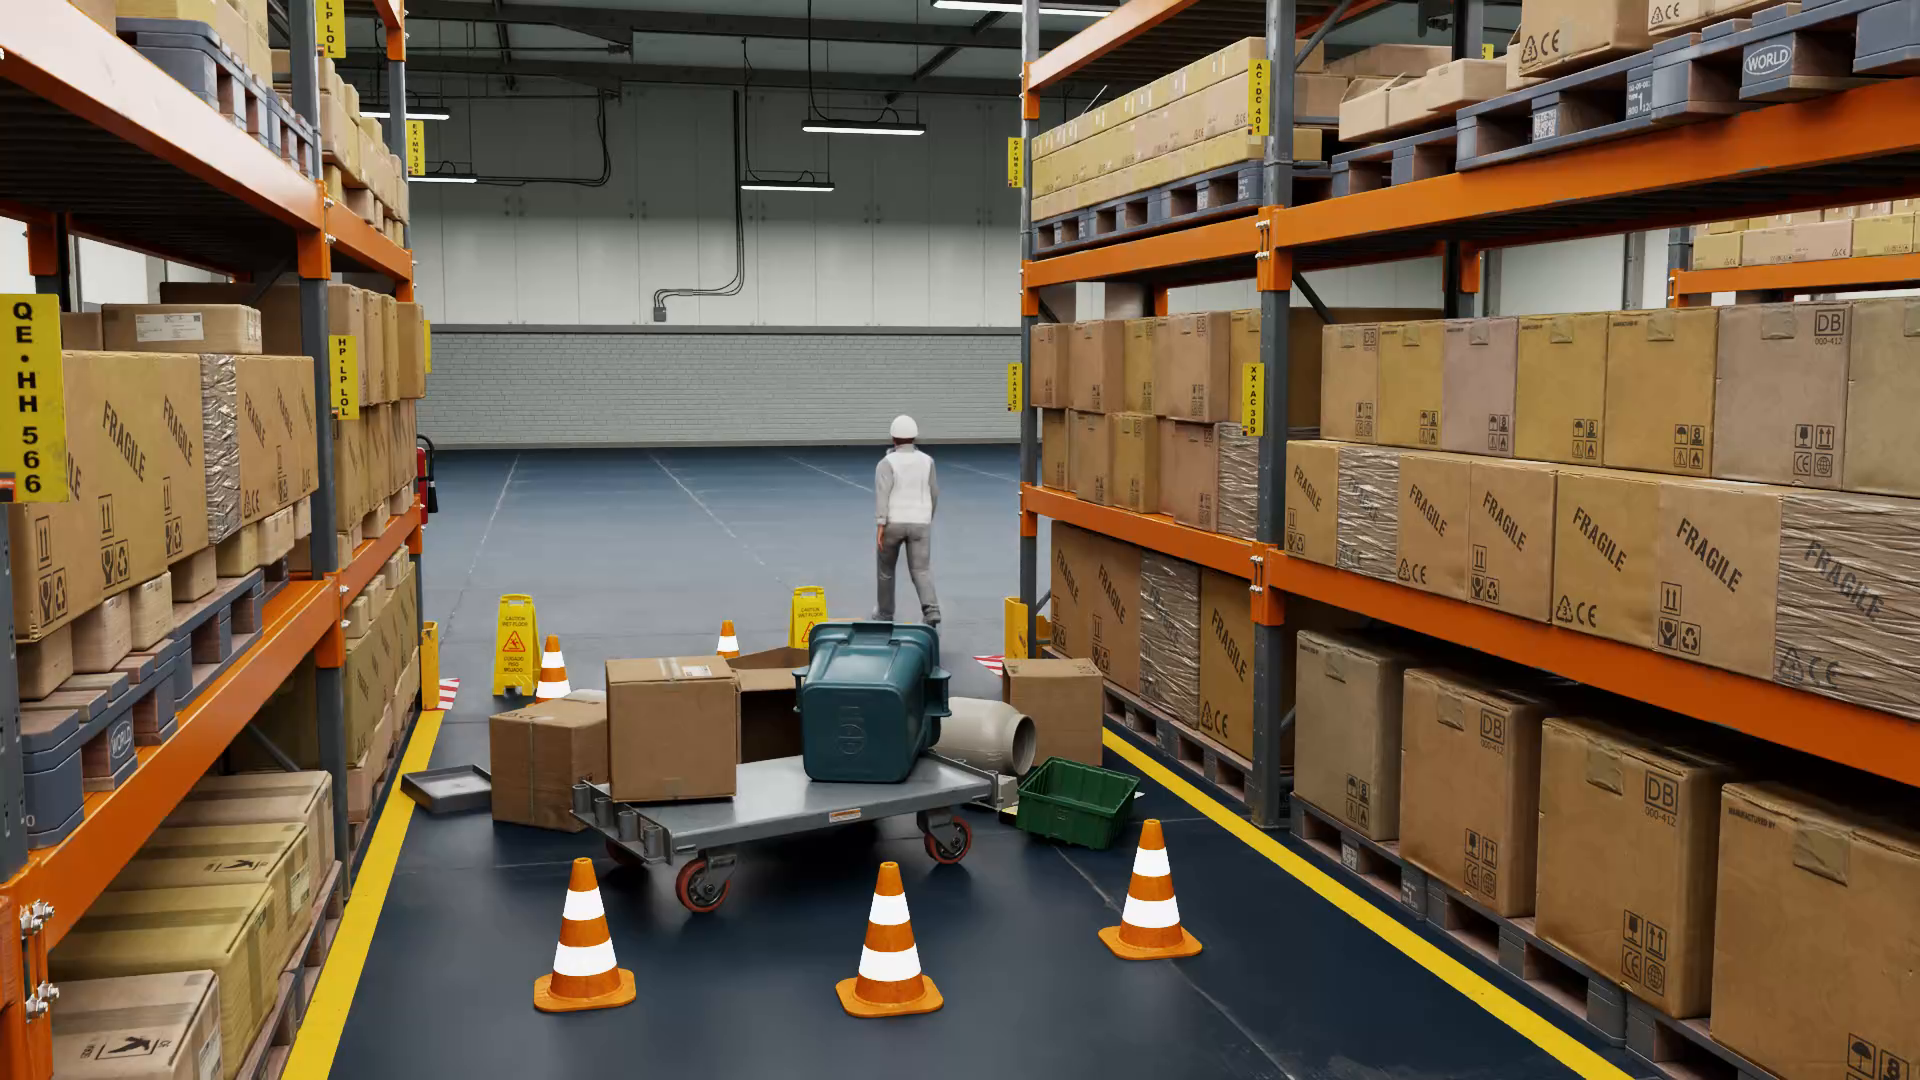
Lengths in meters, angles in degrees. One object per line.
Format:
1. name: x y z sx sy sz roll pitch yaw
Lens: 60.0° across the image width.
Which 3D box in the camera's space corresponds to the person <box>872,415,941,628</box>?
1. person: -0.422 -0.131 13.210 0.571 1.717 1.099 -2 6 -16
